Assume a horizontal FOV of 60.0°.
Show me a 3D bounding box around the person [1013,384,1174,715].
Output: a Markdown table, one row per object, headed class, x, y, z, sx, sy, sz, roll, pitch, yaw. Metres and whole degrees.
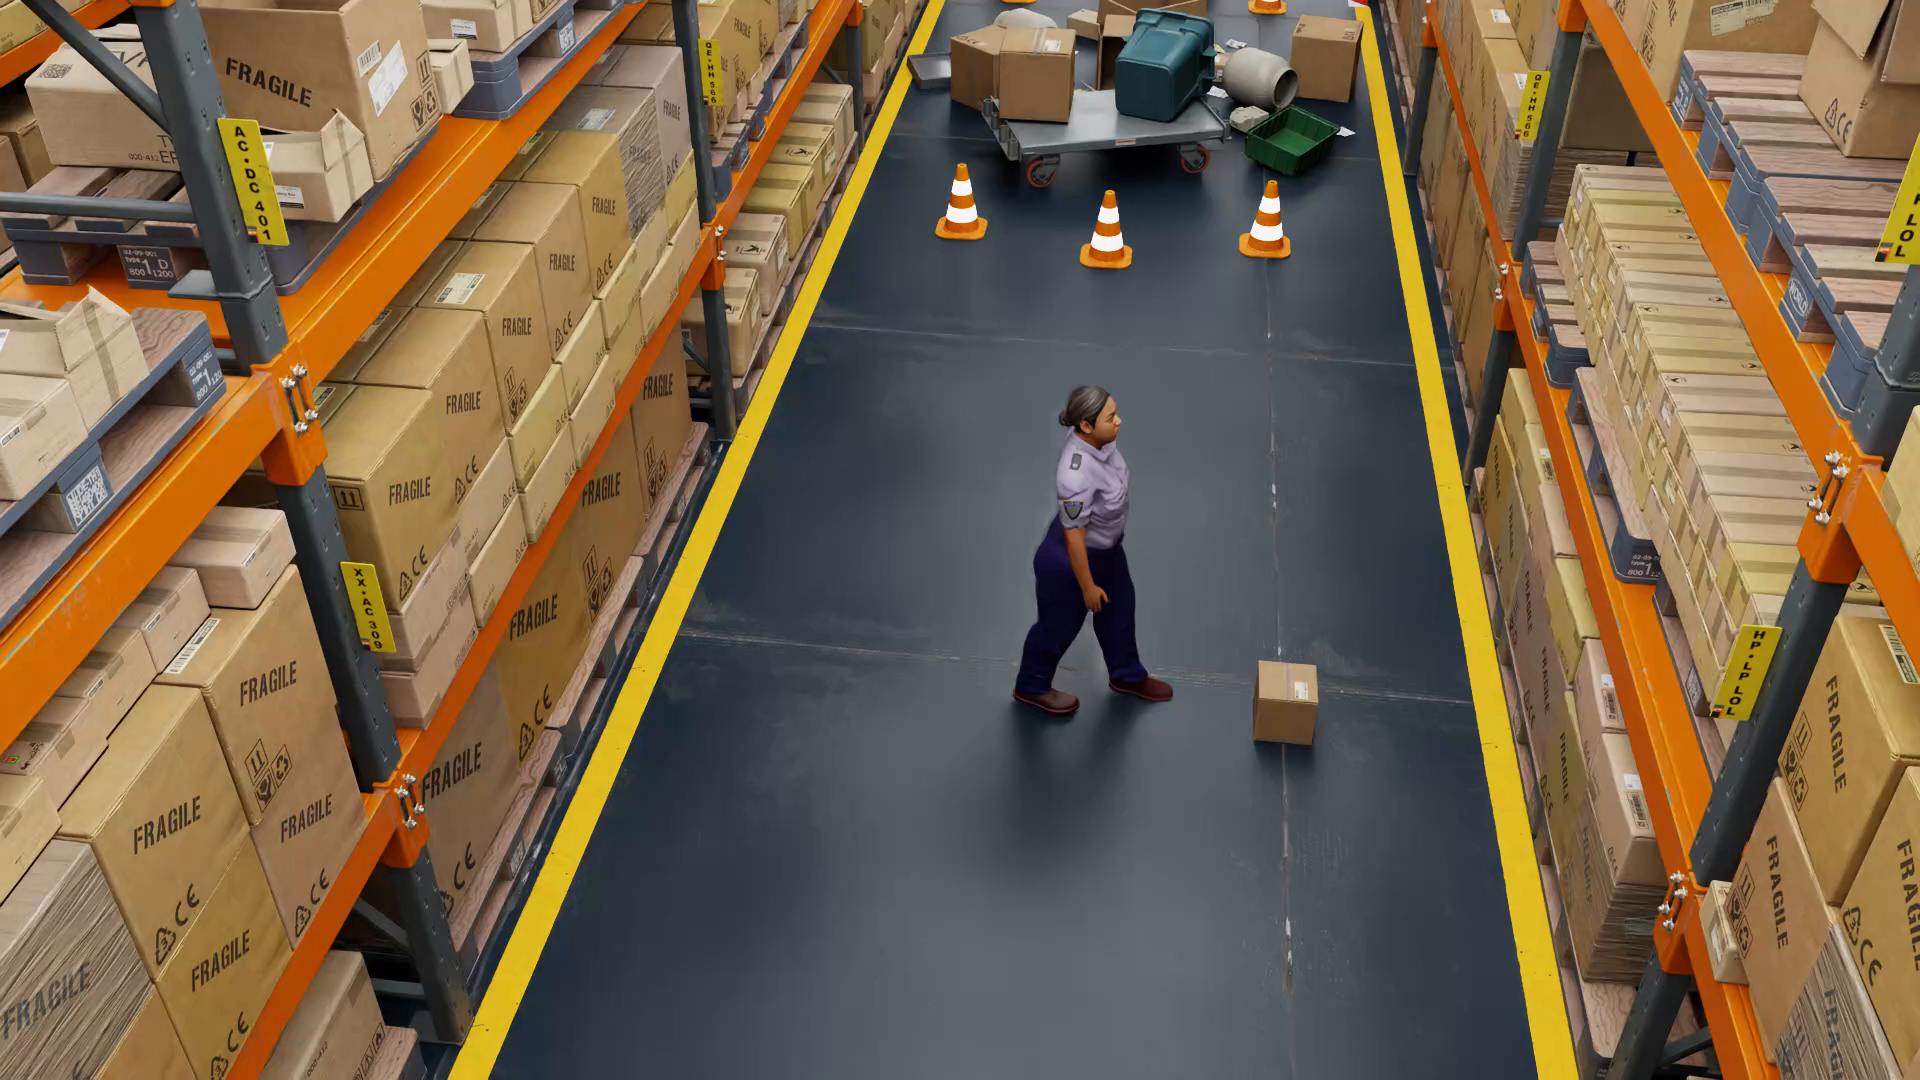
| class | x | y | z | sx | sy | sz | roll | pitch | yaw |
| --- | --- | --- | --- | --- | --- | --- | --- | --- | --- |
| person | 0.578 | 0.090 | 6.926 | 0.683 | 1.656 | 0.493 | 10 | 38 | 14 |
